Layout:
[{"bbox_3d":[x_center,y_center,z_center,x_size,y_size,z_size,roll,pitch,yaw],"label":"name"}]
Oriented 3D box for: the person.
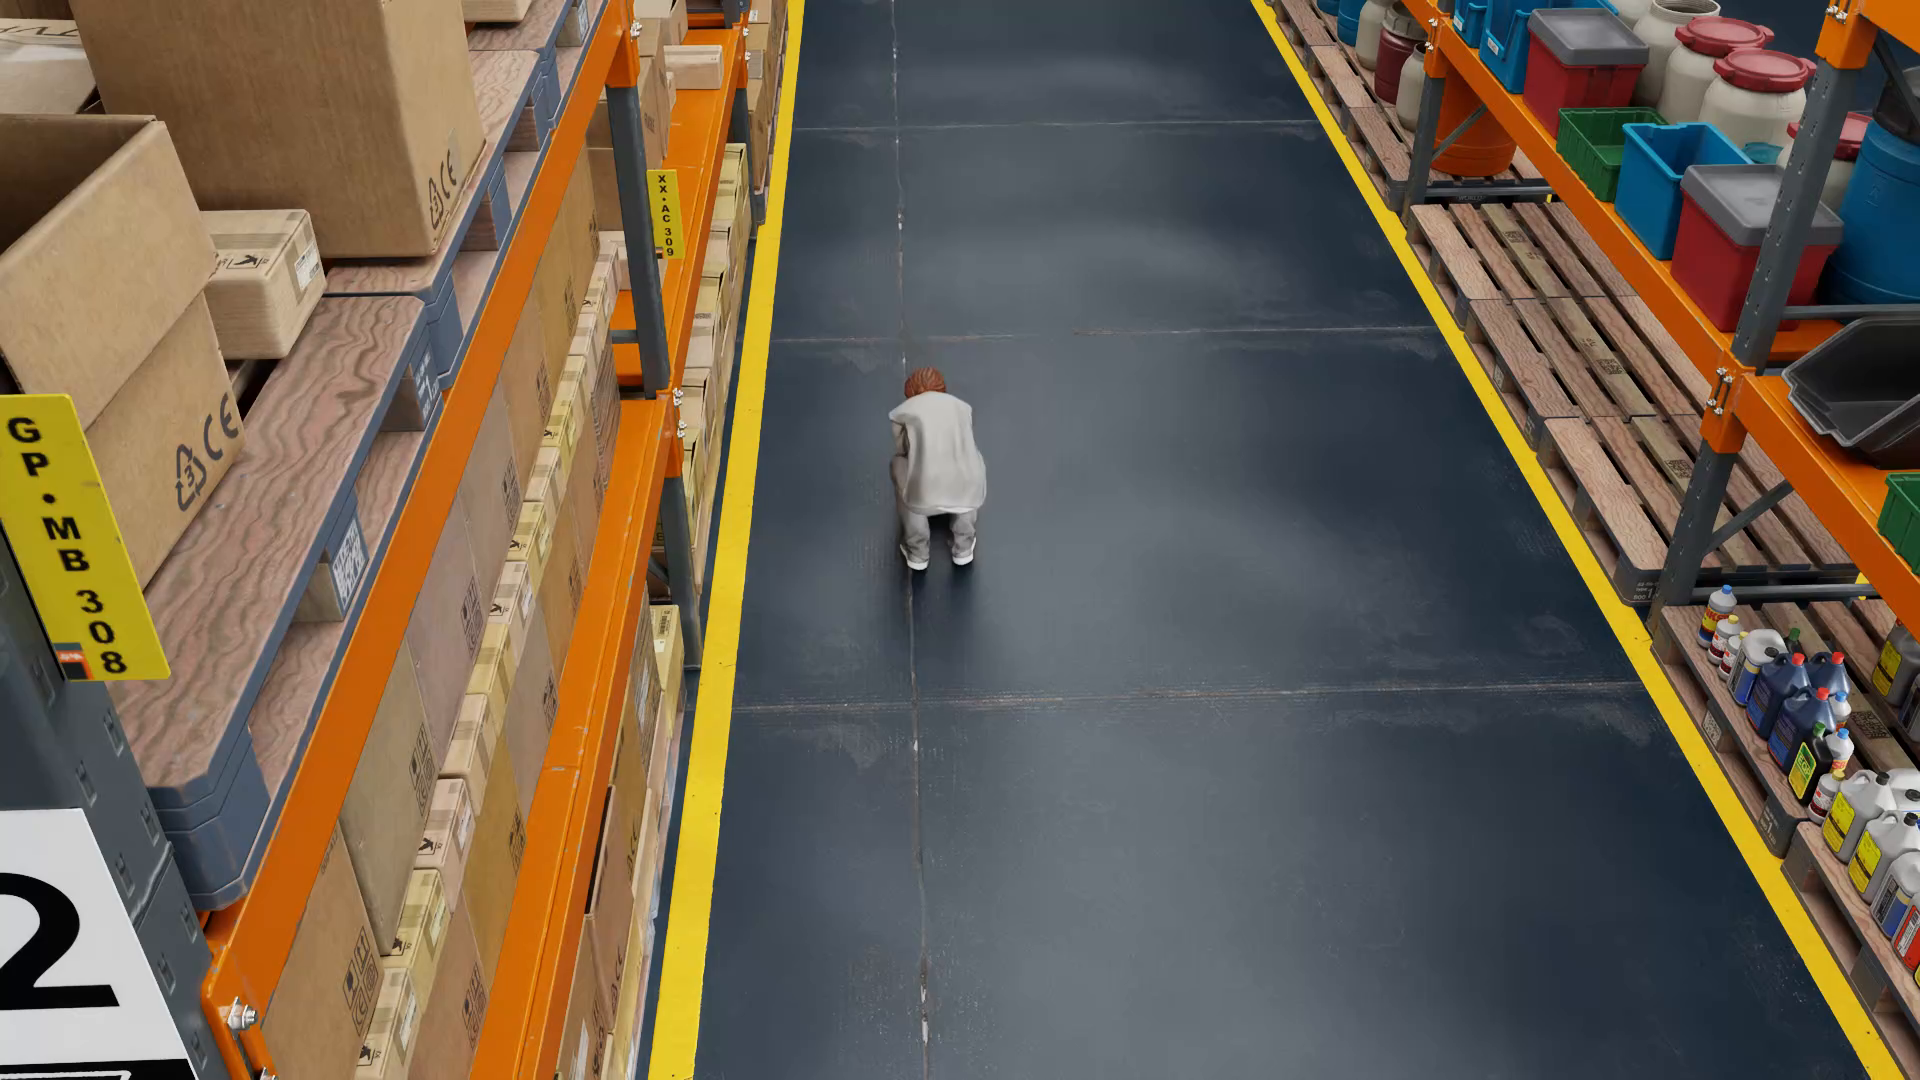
[{"bbox_3d":[-0.095,-0.609,7.006,0.385,1.598,0.497,-2,36,-2],"label":"person"}]
